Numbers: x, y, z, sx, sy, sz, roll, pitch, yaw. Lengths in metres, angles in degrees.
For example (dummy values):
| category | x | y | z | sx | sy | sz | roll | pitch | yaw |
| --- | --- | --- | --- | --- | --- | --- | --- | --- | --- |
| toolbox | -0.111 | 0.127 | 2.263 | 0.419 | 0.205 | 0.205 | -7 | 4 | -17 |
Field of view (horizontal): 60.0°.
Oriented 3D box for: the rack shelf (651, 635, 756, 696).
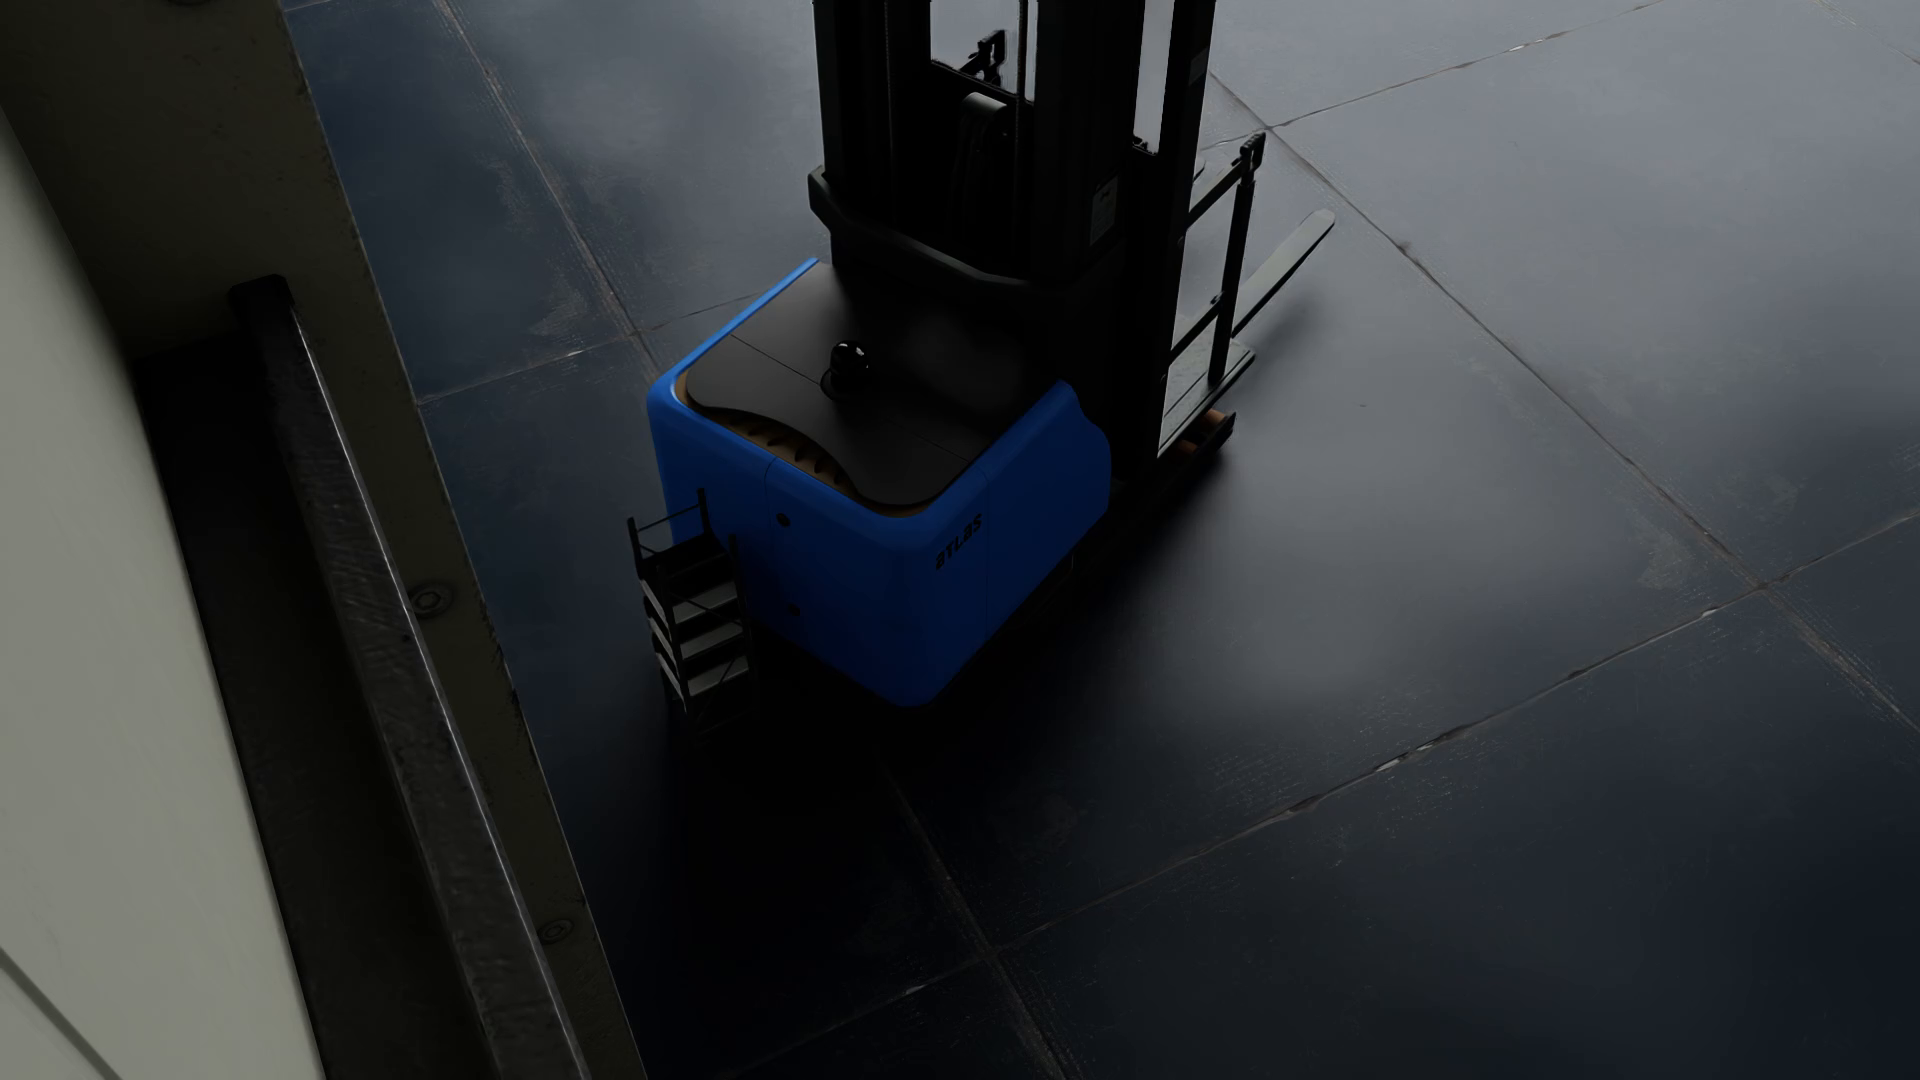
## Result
| category | x | y | z | sx | sy | sz | roll | pitch | yaw |
| --- | --- | --- | --- | --- | --- | --- | --- | --- | --- |
| rack shelf | -0.790 | 0.335 | 5.120 | 0.258 | 0.077 | 0.200 | -25 | 54 | -20 |

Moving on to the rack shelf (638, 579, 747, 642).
| category | x | y | z | sx | sy | sz | roll | pitch | yaw |
| --- | --- | --- | --- | --- | --- | --- | --- | --- | --- |
| rack shelf | -0.789 | 0.160 | 4.915 | 0.258 | 0.077 | 0.200 | -25 | 54 | -20 |

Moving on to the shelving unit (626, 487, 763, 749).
| category | x | y | z | sx | sy | sz | roll | pitch | yaw |
| --- | --- | --- | --- | --- | --- | --- | --- | --- | --- |
| shelving unit | -0.790 | 0.255 | 5.026 | 0.258 | 0.900 | 0.210 | -25 | 54 | -20 |

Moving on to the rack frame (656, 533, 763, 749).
| category | x | y | z | sx | sy | sz | roll | pitch | yaw |
| --- | --- | --- | --- | --- | --- | --- | --- | --- | --- |
| rack frame | -0.737 | 0.321 | 4.970 | 0.240 | 0.900 | 0.006 | -25 | 54 | -20 |

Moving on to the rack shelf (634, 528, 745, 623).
| category | x | y | z | sx | sy | sz | roll | pitch | yaw |
| --- | --- | --- | --- | --- | --- | --- | --- | --- | --- |
| rack shelf | -0.788 | 0.101 | 4.847 | 0.258 | 0.077 | 0.200 | -25 | 54 | -20 |

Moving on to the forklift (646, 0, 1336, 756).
| category | x | y | z | sx | sy | sz | roll | pitch | yaw |
| --- | --- | --- | --- | --- | --- | --- | --- | --- | --- |
| forklift | 0.349 | -1.364 | 5.094 | 1.130 | 2.935 | 3.031 | 29 | 55 | 23 |

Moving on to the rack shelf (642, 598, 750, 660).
| category | x | y | z | sx | sy | sz | roll | pitch | yaw |
| --- | --- | --- | --- | --- | --- | --- | --- | --- | --- |
| rack shelf | -0.789 | 0.218 | 4.983 | 0.258 | 0.077 | 0.200 | -25 | 54 | -20 |

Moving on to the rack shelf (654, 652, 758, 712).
| category | x | y | z | sx | sy | sz | roll | pitch | yaw |
| --- | --- | --- | --- | --- | --- | --- | --- | --- | --- |
| rack shelf | -0.791 | 0.394 | 5.188 | 0.258 | 0.077 | 0.200 | -25 | 54 | -20 |

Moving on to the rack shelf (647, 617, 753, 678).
| category | x | y | z | sx | sy | sz | roll | pitch | yaw |
| --- | --- | --- | --- | --- | --- | --- | --- | --- | --- |
| rack shelf | -0.790 | 0.277 | 5.052 | 0.258 | 0.077 | 0.200 | -25 | 54 | -20 |

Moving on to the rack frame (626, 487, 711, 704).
| category | x | y | z | sx | sy | sz | roll | pitch | yaw |
| --- | --- | --- | --- | --- | --- | --- | --- | --- | --- |
| rack frame | -0.843 | 0.189 | 5.083 | 0.240 | 0.900 | 0.006 | -25 | 54 | -20 |
